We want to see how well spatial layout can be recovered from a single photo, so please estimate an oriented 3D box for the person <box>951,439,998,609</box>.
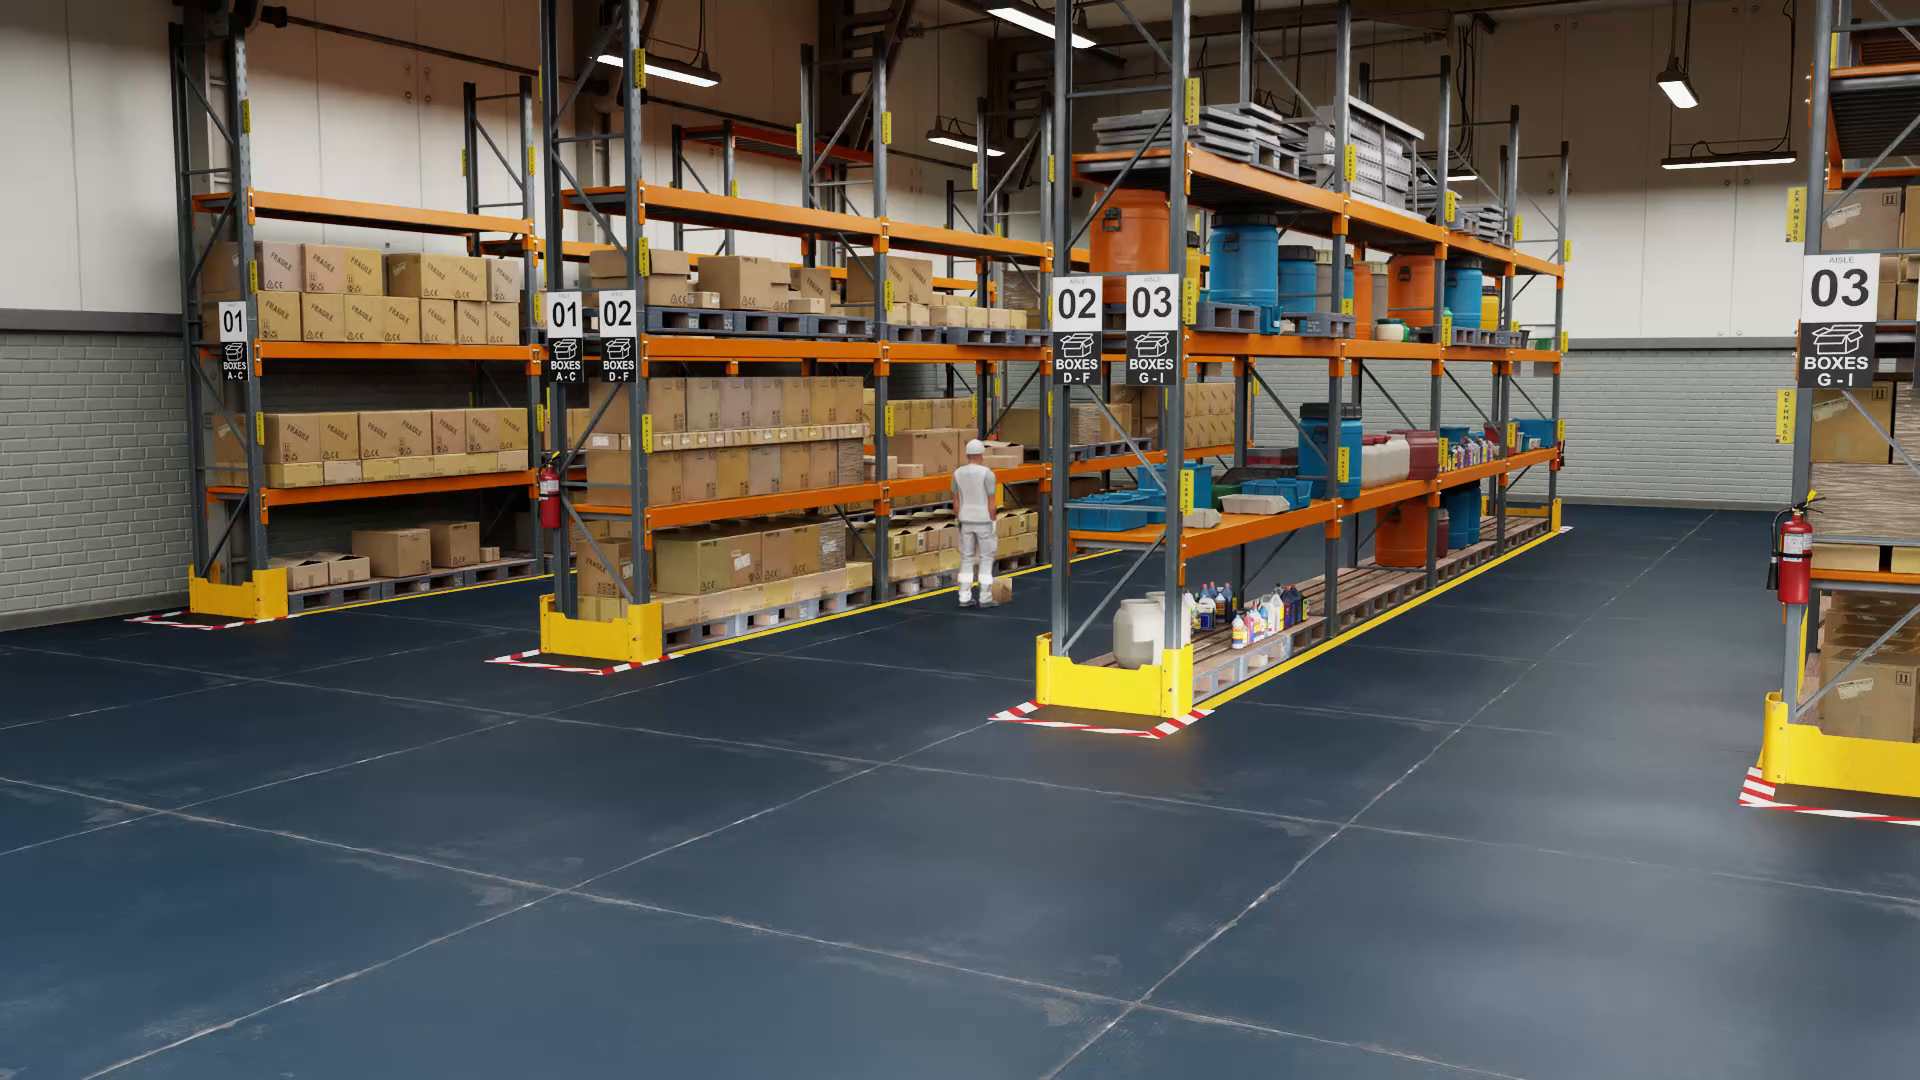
[{"bbox_3d":[0.172,-0.176,17.676,0.524,1.787,0.353,3,7,29],"label":"person"}]
